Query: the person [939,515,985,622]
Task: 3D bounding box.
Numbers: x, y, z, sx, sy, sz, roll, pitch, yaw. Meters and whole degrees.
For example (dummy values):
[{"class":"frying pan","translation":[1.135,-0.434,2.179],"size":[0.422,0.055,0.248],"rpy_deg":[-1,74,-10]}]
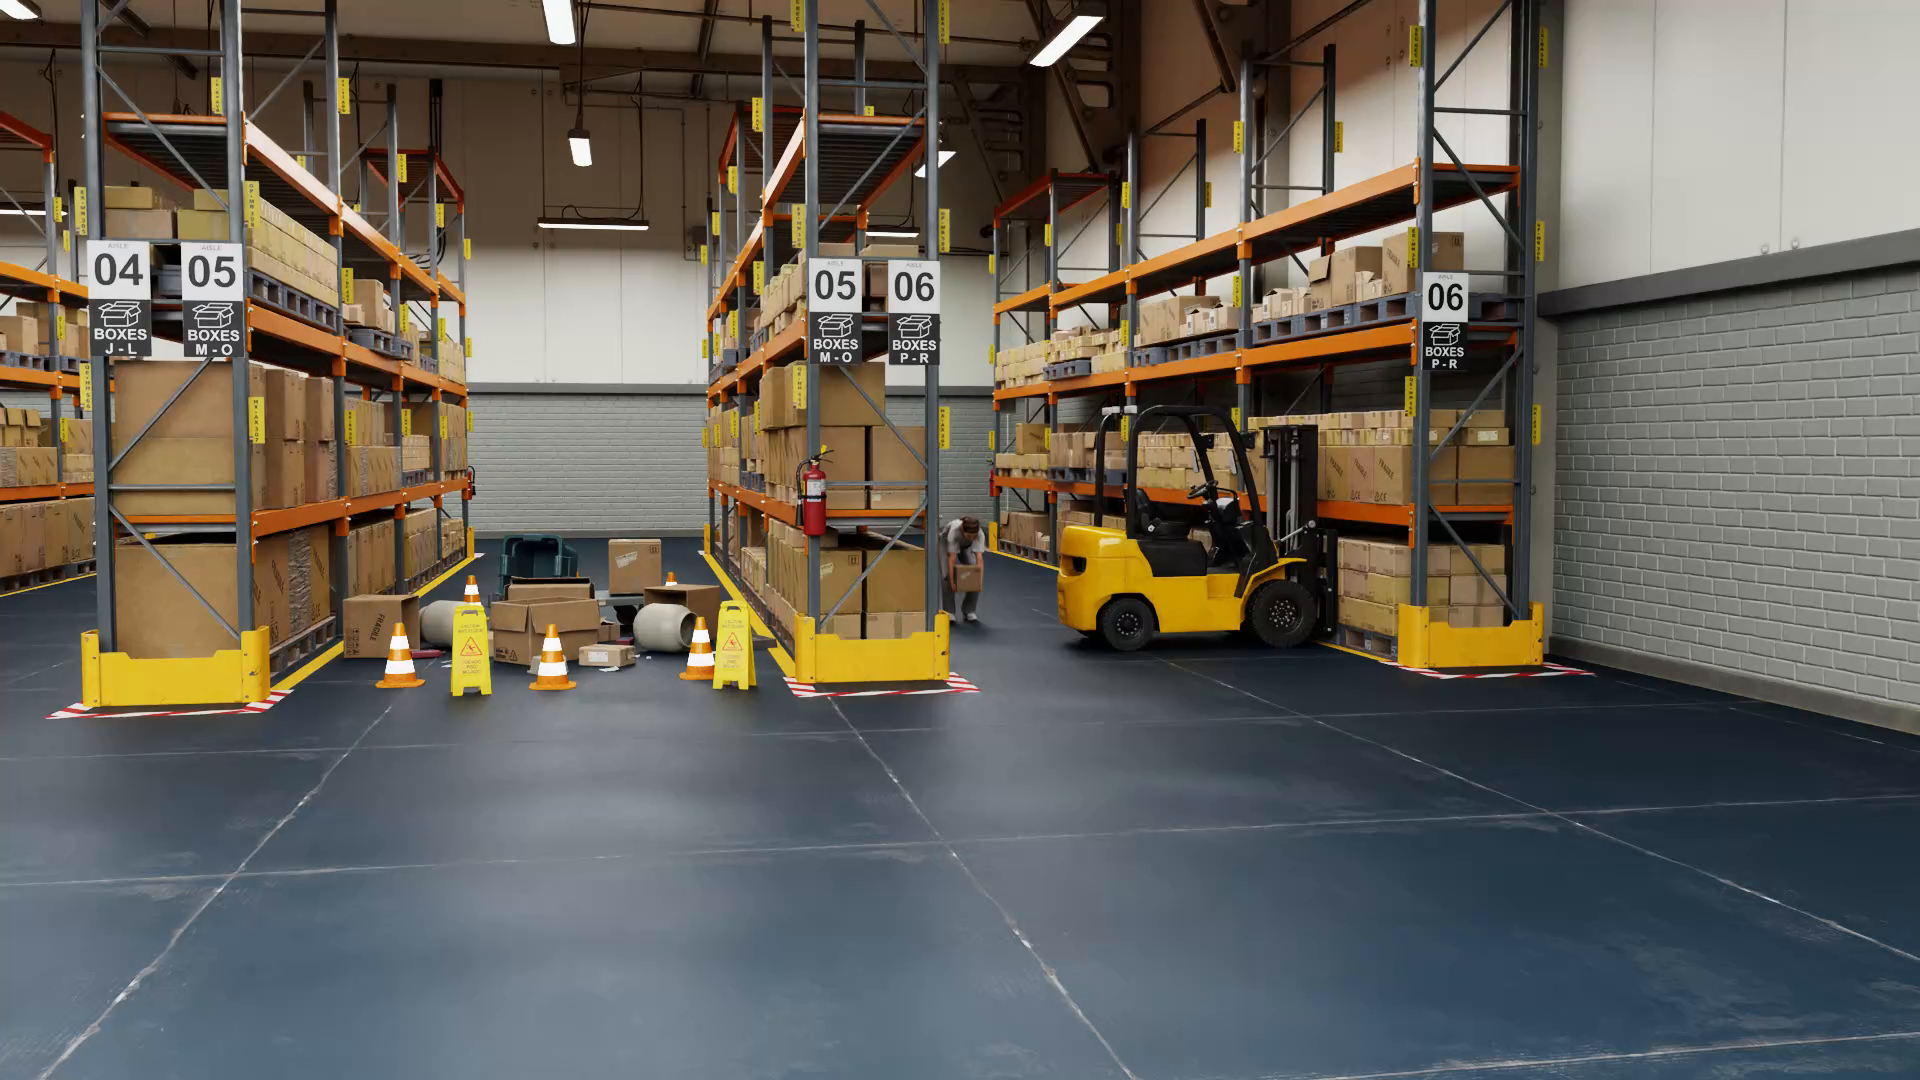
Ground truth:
[{"class":"person","translation":[0.033,0.287,17.053],"size":[0.448,1.113,0.857],"rpy_deg":[-1,3,-14]}]
